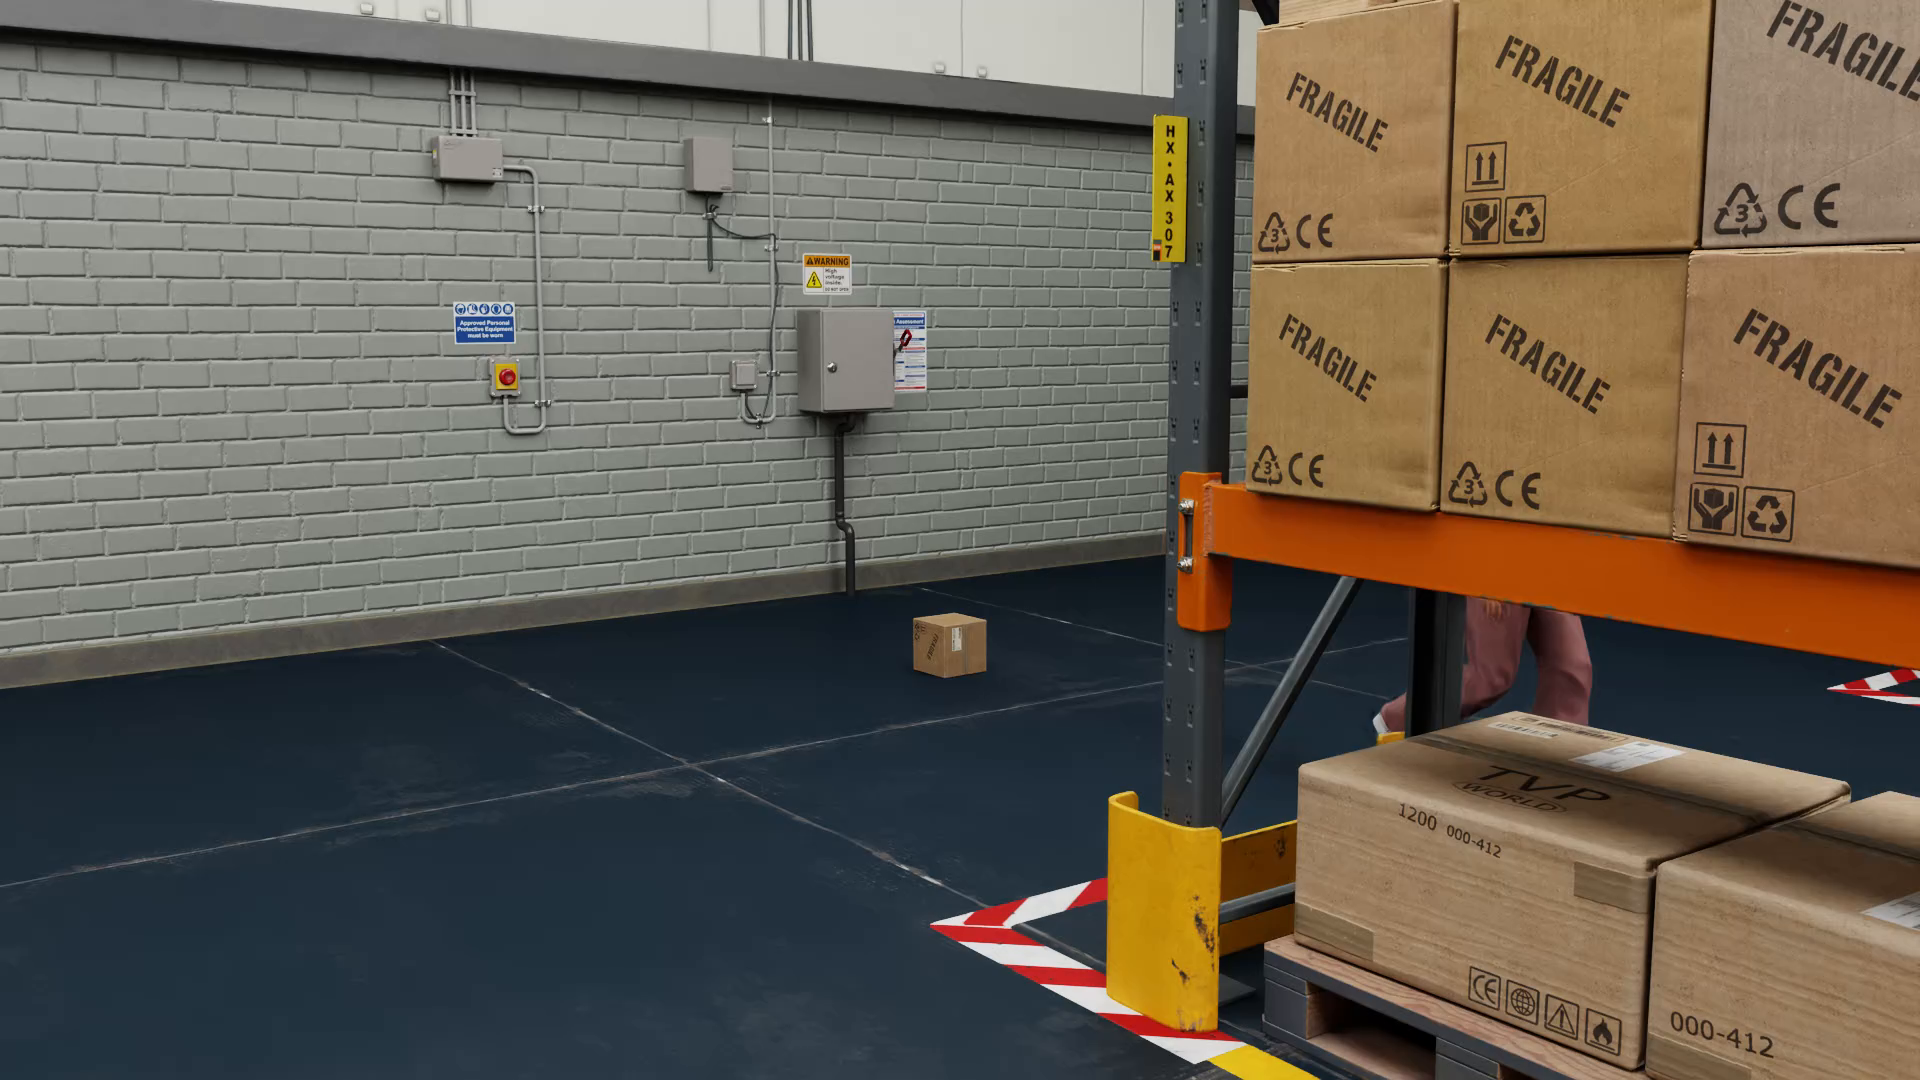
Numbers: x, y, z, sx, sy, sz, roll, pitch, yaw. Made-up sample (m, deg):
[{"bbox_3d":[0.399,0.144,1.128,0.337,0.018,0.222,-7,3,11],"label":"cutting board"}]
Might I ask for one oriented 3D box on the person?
[{"bbox_3d":[1.813,0.096,5.567,0.452,1.640,0.869,-7,10,-41],"label":"person"}]
